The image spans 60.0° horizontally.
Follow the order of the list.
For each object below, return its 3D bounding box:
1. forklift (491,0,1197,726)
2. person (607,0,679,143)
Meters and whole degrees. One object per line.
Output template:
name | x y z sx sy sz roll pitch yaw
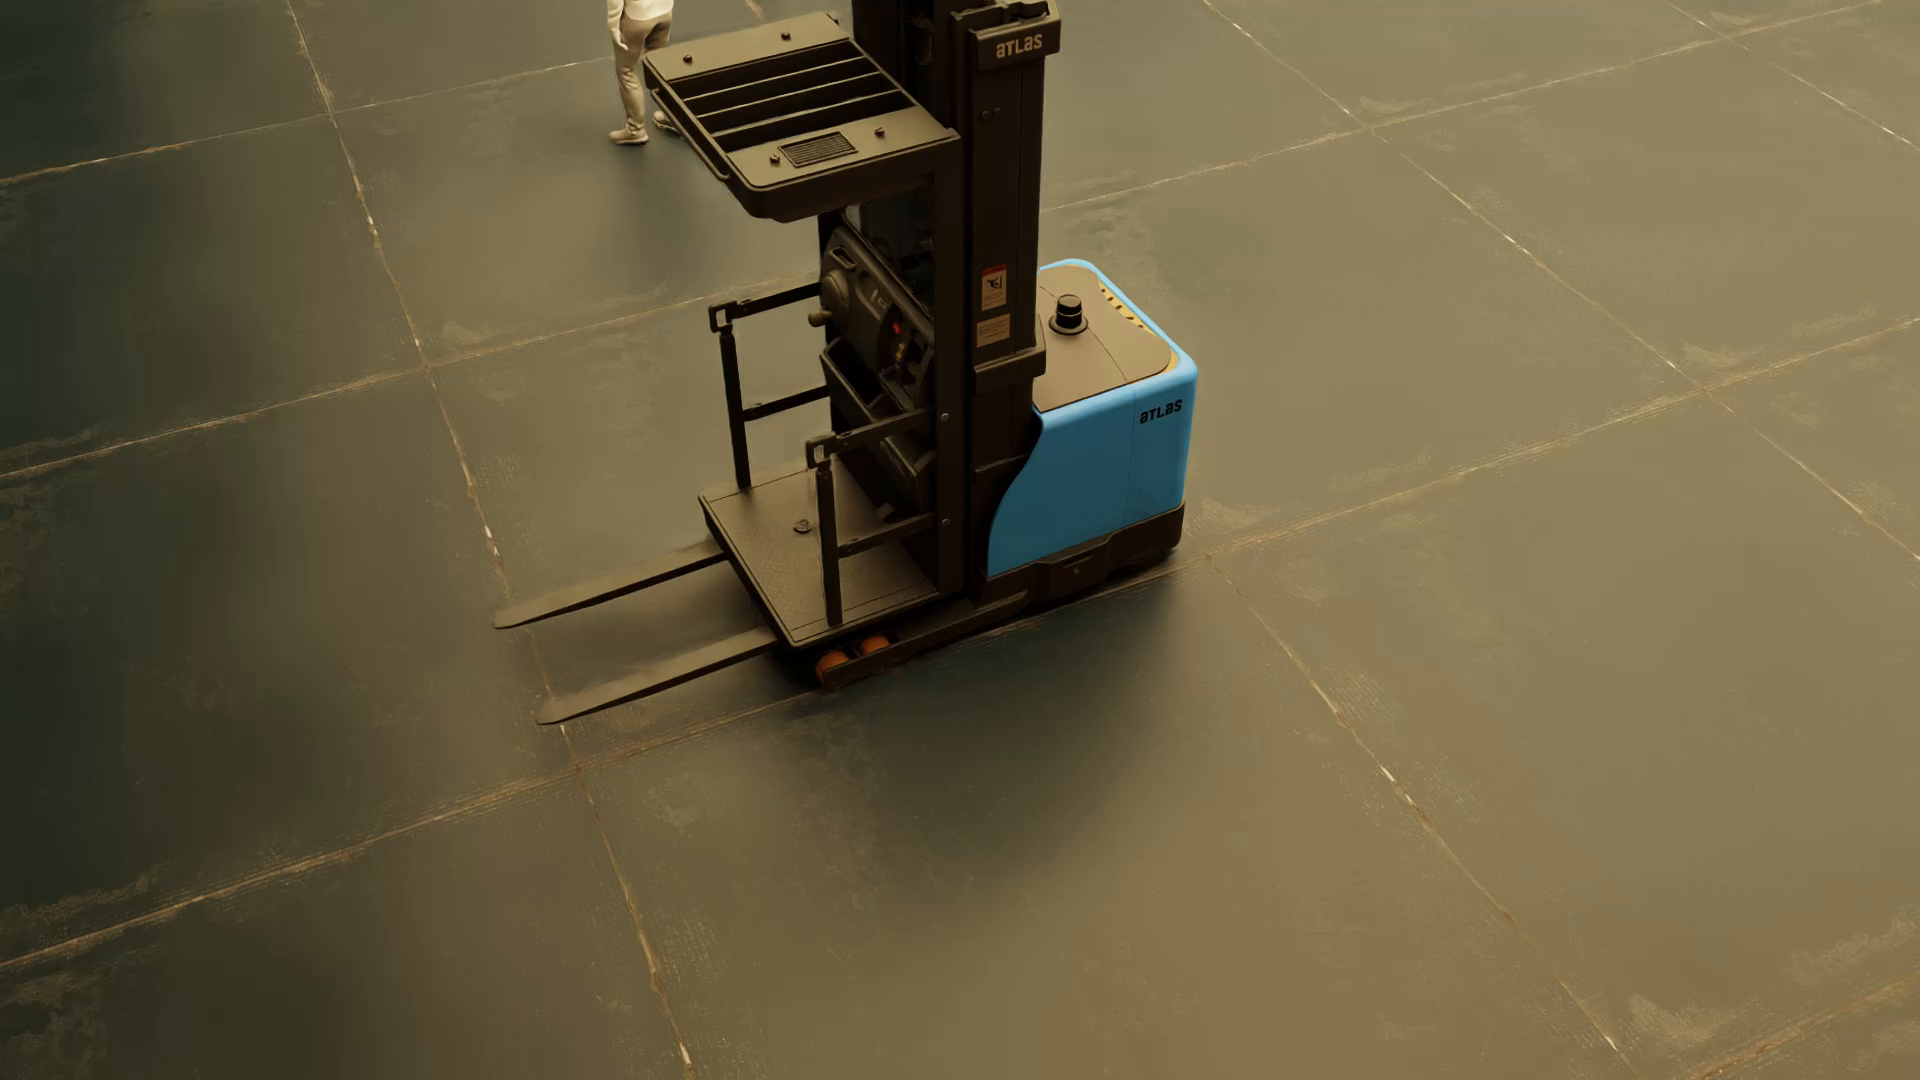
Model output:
forklift | -0.519 -0.846 6.587 3.031 2.935 1.130 -20 47 -20
person | -1.949 -3.185 10.029 0.452 1.713 0.567 30 51 28
